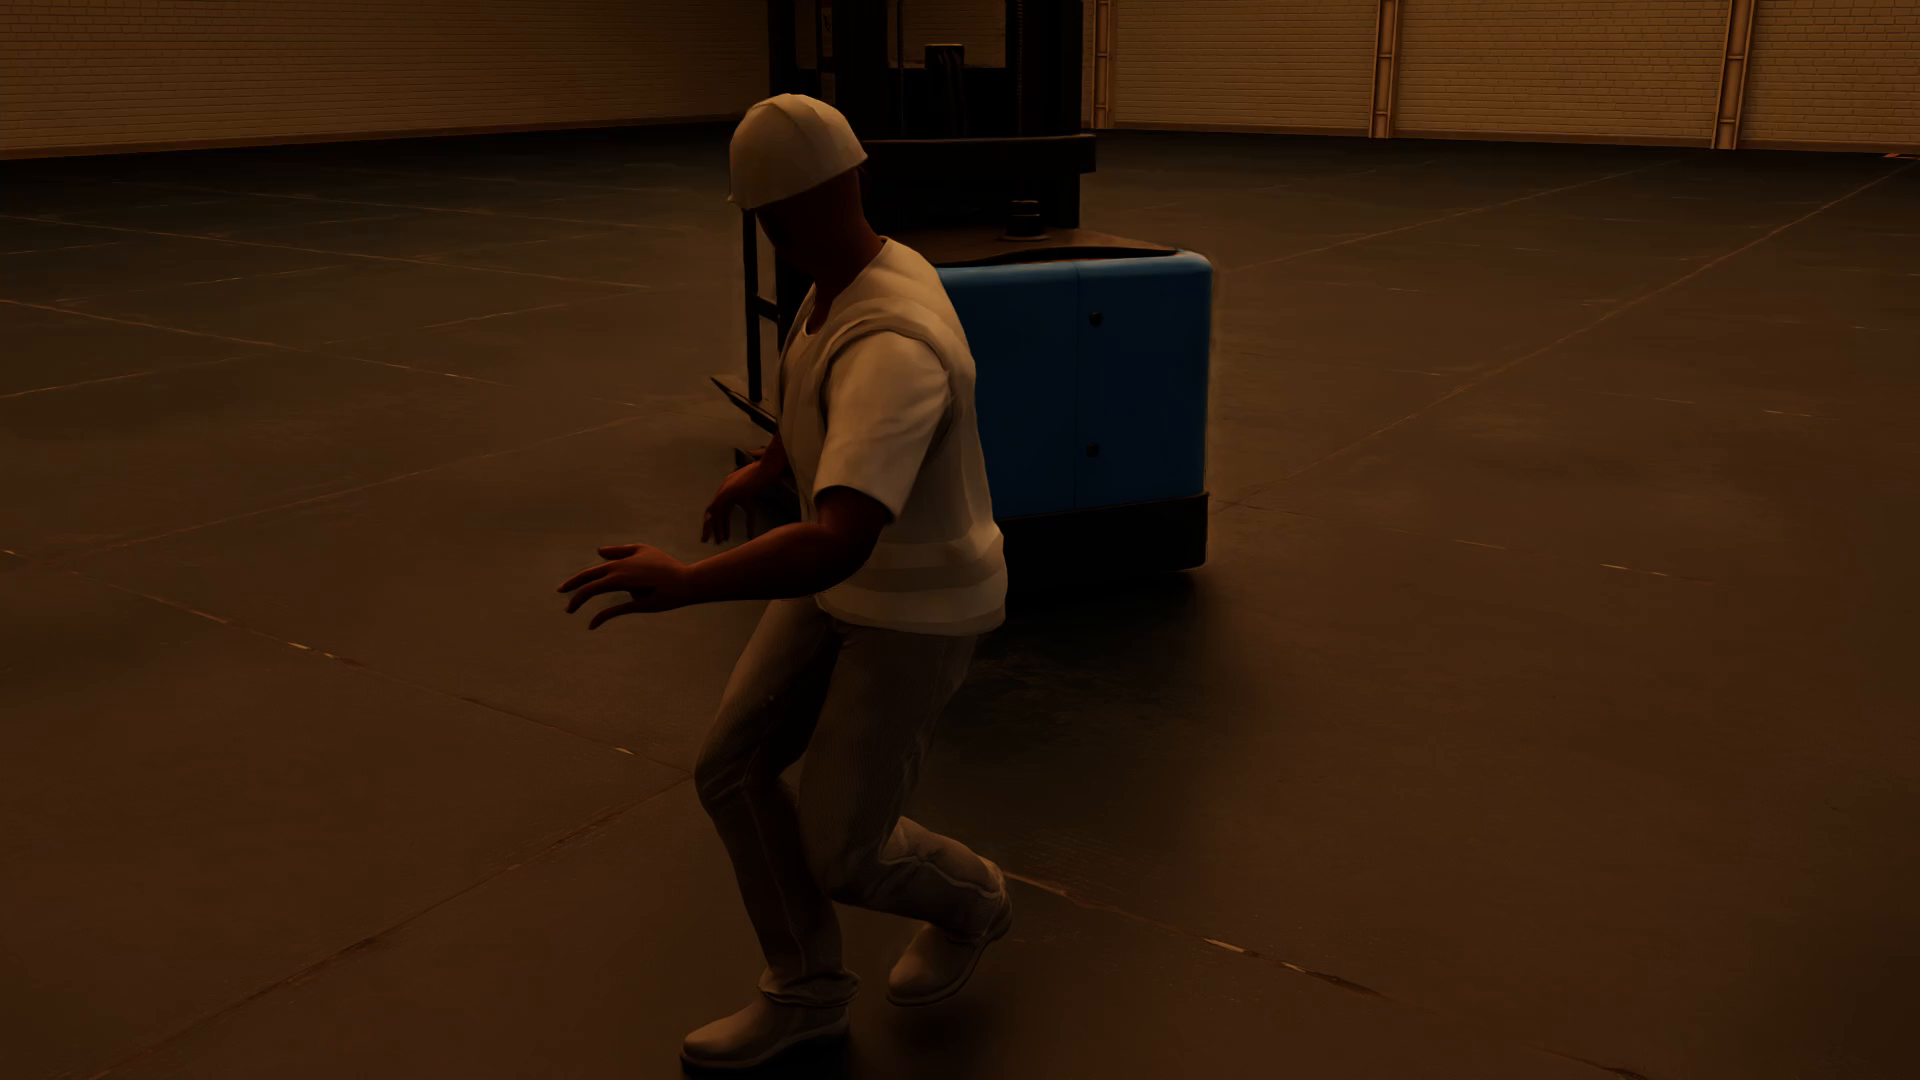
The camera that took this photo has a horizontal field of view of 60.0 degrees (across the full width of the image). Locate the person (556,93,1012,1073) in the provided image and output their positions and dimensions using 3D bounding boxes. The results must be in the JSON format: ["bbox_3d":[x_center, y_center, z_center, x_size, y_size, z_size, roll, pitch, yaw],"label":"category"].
[{"bbox_3d":[-0.306,0.087,2.809,0.841,1.631,0.923,-8,19,-26],"label":"person"}]

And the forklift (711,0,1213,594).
[{"bbox_3d":[-0.241,-1.593,6.159,1.130,2.935,3.031,-7,18,-22],"label":"forklift"}]
